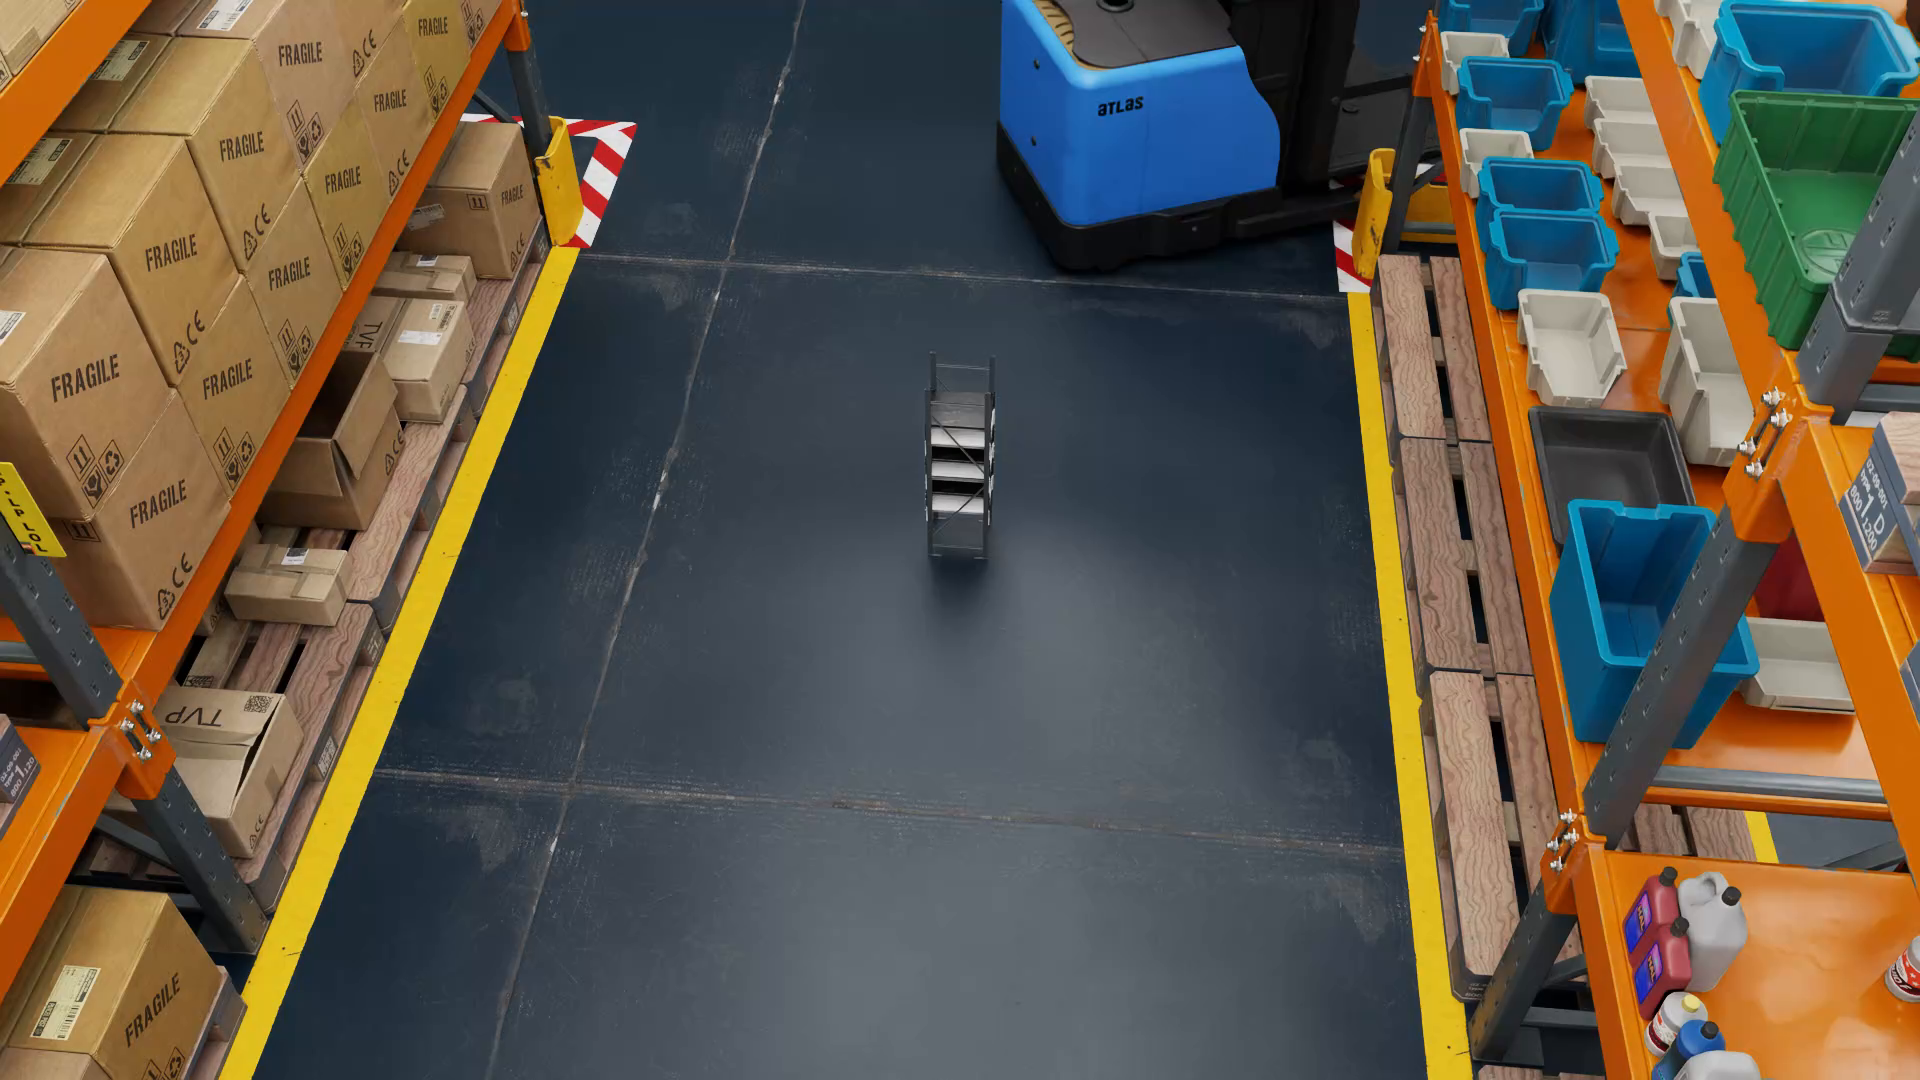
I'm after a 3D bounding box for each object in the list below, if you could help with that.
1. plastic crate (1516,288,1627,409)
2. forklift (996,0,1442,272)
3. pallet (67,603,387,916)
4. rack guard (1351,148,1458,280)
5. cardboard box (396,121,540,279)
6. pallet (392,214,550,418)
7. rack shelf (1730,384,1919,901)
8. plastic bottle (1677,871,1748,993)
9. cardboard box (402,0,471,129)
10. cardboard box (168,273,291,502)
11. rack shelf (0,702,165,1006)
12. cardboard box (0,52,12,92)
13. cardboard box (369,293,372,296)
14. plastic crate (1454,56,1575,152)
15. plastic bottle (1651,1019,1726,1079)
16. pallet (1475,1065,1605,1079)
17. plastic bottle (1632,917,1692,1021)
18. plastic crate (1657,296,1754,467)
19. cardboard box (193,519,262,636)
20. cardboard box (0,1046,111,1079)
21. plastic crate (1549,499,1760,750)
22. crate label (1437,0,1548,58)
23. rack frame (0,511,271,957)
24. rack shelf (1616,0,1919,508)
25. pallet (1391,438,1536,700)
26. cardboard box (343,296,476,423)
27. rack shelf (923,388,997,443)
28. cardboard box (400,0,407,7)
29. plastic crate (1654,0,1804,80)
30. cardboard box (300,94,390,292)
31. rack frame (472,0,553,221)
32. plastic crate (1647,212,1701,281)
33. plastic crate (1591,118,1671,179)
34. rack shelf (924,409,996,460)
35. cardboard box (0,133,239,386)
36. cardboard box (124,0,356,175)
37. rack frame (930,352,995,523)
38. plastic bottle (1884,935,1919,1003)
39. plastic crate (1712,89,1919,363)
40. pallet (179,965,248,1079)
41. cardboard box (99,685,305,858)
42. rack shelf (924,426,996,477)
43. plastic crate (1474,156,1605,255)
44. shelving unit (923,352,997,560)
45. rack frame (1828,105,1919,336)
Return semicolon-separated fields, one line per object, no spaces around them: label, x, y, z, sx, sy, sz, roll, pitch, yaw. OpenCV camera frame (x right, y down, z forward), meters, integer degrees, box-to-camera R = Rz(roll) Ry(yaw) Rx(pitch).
plastic crate;1.978;-0.611;5.414;0.293;0.136;0.466;4;48;4
forklift;1.756;-2.912;7.427;3.031;2.935;1.130;-14;49;-12
pallet;-2.750;0.721;5.948;1.003;0.211;1.213;4;48;4
rack guard;2.473;-1.494;7.778;1.175;0.500;0.348;4;48;4
cardboard box;-2.253;-1.544;7.525;0.500;0.500;0.500;4;48;4
pallet;-2.528;-1.072;7.588;1.003;0.211;1.213;4;48;4
rack shelf;1.936;1.320;1.964;1.077;0.370;4.000;4;48;4
plastic bottle;1.760;0.903;3.924;0.144;0.351;0.185;4;48;4
cardboard box;-2.263;-1.960;6.442;0.500;0.500;0.500;4;48;4
cardboard box;-2.452;-0.482;5.090;0.500;0.500;0.500;5;48;4
rack shelf;-2.996;1.997;3.378;1.077;0.370;4.000;4;48;4
cardboard box;-2.523;-1.018;3.717;0.500;0.250;0.500;4;48;4
cardboard box;-2.827;-1.128;7.314;0.500;0.250;0.500;4;48;4
plastic crate;2.073;-1.640;6.290;0.416;0.233;0.300;4;48;4
plastic bottle;1.647;1.160;3.743;0.097;0.271;0.097;0;48;0
pallet;2.007;2.126;4.663;1.003;0.211;1.213;4;48;4
plastic bottle;1.648;0.998;3.883;0.061;0.283;0.133;4;48;4
plastic crate;2.441;-0.470;5.186;0.437;0.282;0.530;4;48;4
cardboard box;-2.976;0.054;6.191;0.500;0.311;0.500;4;48;4
cardboard box;-2.627;1.724;4.536;0.500;0.500;0.500;4;48;4
plastic crate;1.822;0.239;4.468;0.392;0.384;0.575;4;48;4
crate label;2.133;-2.124;6.732;0.416;0.233;0.303;4;48;4
rack frame;-2.814;0.284;4.457;1.000;3.000;0.127;4;48;4
rack shelf;2.301;-1.619;4.653;1.077;0.370;4.000;4;48;4
pallet;2.256;0.119;6.498;1.003;0.211;1.213;4;48;4
cardboard box;-2.370;-0.763;6.981;0.500;0.250;0.500;4;48;4
rack shelf;0.001;-0.469;6.249;0.258;0.077;0.200;4;48;4
cardboard box;-2.261;-2.309;6.084;0.500;0.500;0.500;5;48;5
plastic crate;1.856;-1.263;4.019;0.293;0.136;0.466;4;48;4
cardboard box;-2.360;-1.223;5.768;0.500;0.500;0.500;3;48;3
rack frame;-2.449;-2.655;7.146;1.000;3.000;0.127;4;48;4
plastic crate;2.539;-1.002;5.772;0.298;0.136;0.250;4;48;4
plastic crate;2.548;-1.427;6.160;0.396;0.136;0.243;4;48;4
rack shelf;0.001;-0.409;6.315;0.258;0.077;0.200;4;48;4
cardboard box;-2.444;-0.793;4.697;0.500;0.500;0.500;3;48;2
cardboard box;-2.351;-1.551;5.390;0.500;0.500;0.500;5;48;5
rack frame;0.010;-0.384;6.492;0.240;0.900;0.006;4;48;4
plastic bottle;2.279;1.004;3.934;0.097;0.201;0.097;0;48;0
plastic crate;1.856;-0.652;3.425;0.450;0.188;0.662;4;48;4
pallet;-2.850;1.826;4.937;1.003;0.211;1.213;4;48;4
cardboard box;-2.560;0.749;5.556;0.500;0.311;0.500;4;48;4
rack shelf;0.001;-0.348;6.382;0.258;0.077;0.200;4;48;4
plastic crate;2.013;-1.156;5.847;0.416;0.233;0.300;4;48;4
shelving unit;0.001;-0.310;6.423;0.258;0.900;0.210;4;48;4
rack frame;2.119;-1.405;1.936;1.000;3.000;0.127;4;48;4
